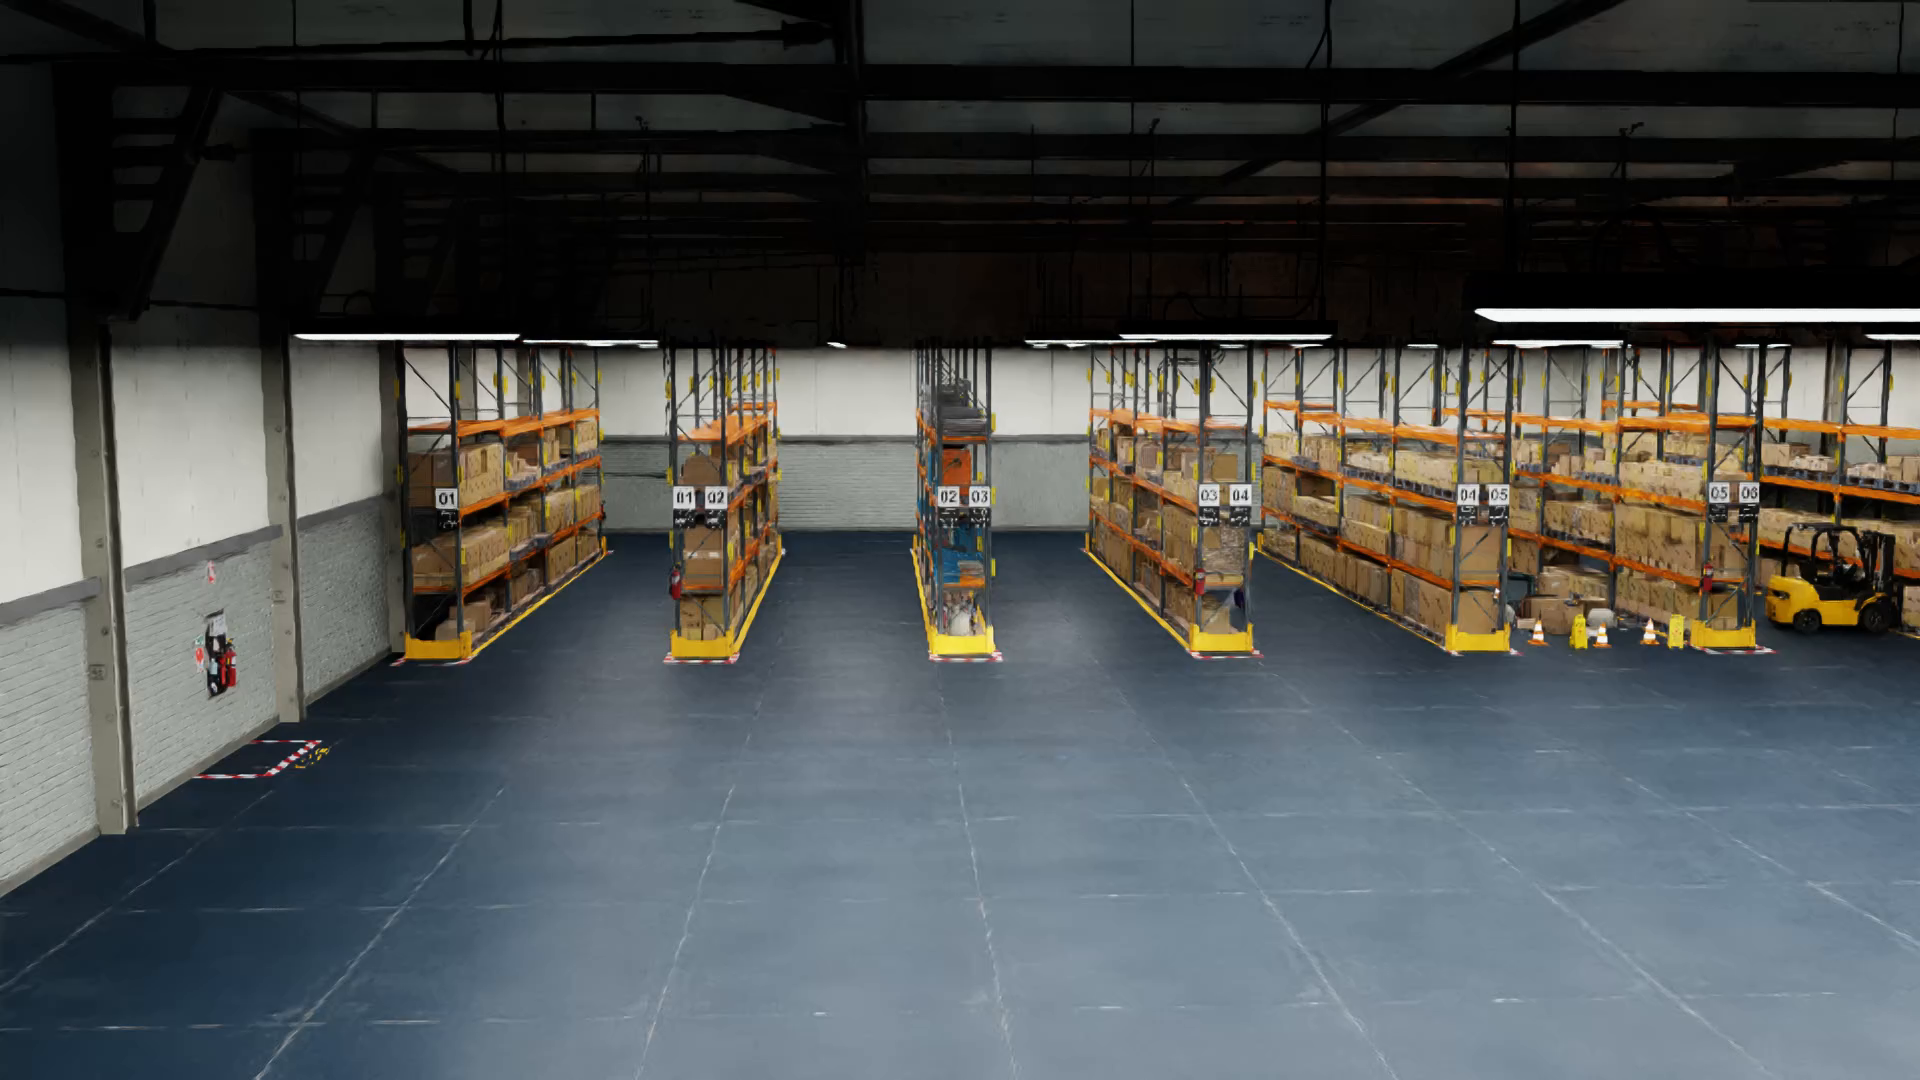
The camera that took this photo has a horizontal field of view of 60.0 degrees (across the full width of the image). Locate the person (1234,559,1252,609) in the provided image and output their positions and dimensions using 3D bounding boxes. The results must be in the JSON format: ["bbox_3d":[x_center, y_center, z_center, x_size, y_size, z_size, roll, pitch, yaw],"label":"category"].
[{"bbox_3d":[6.329,0.686,37.068,0.445,1.658,0.580,-4,8,-33],"label":"person"}]

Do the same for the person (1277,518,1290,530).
[{"bbox_3d":[10.078,-0.950,51.633,0.524,1.624,0.927,2,7,21],"label":"person"}]
